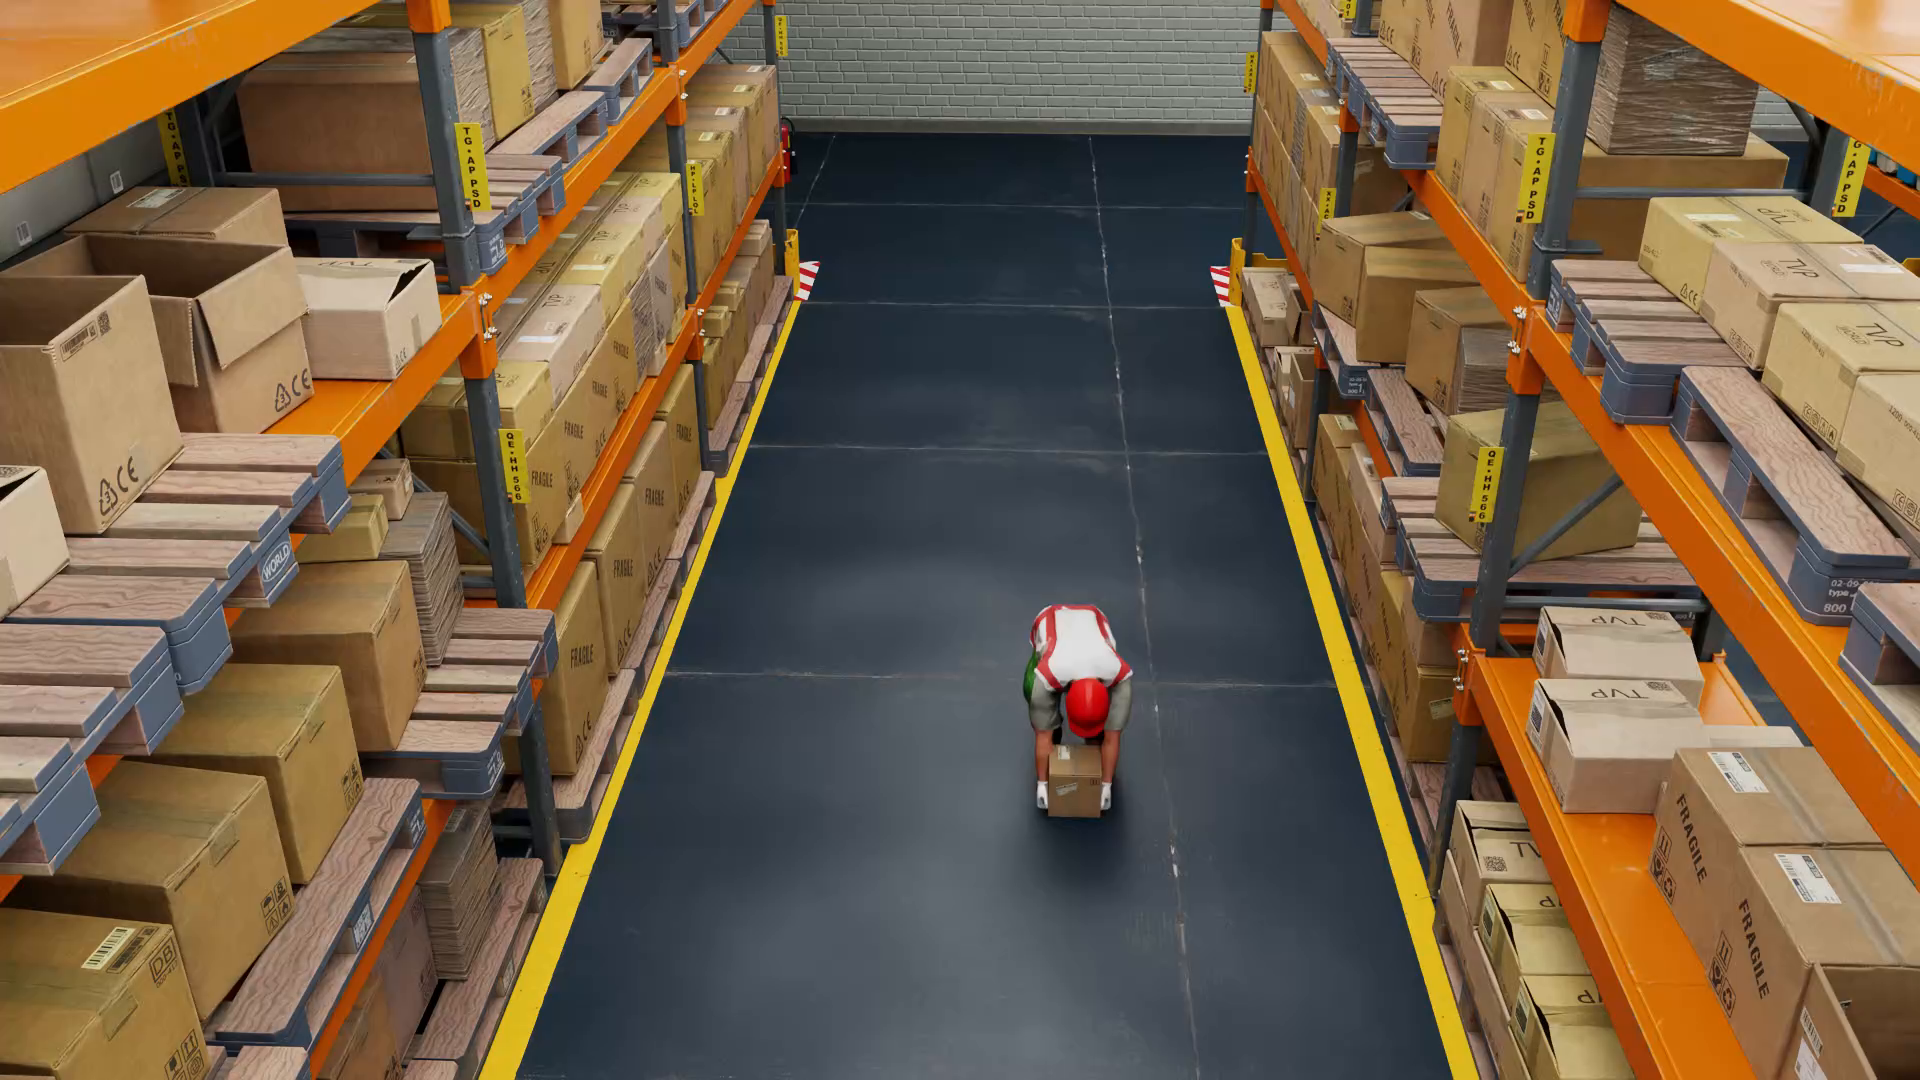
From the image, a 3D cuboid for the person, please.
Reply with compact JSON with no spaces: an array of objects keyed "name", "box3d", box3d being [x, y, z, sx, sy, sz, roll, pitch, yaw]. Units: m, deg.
[{"name":"person","box3d":[0.571,0.810,8.148,0.521,0.821,0.964,0,28,0]}]
